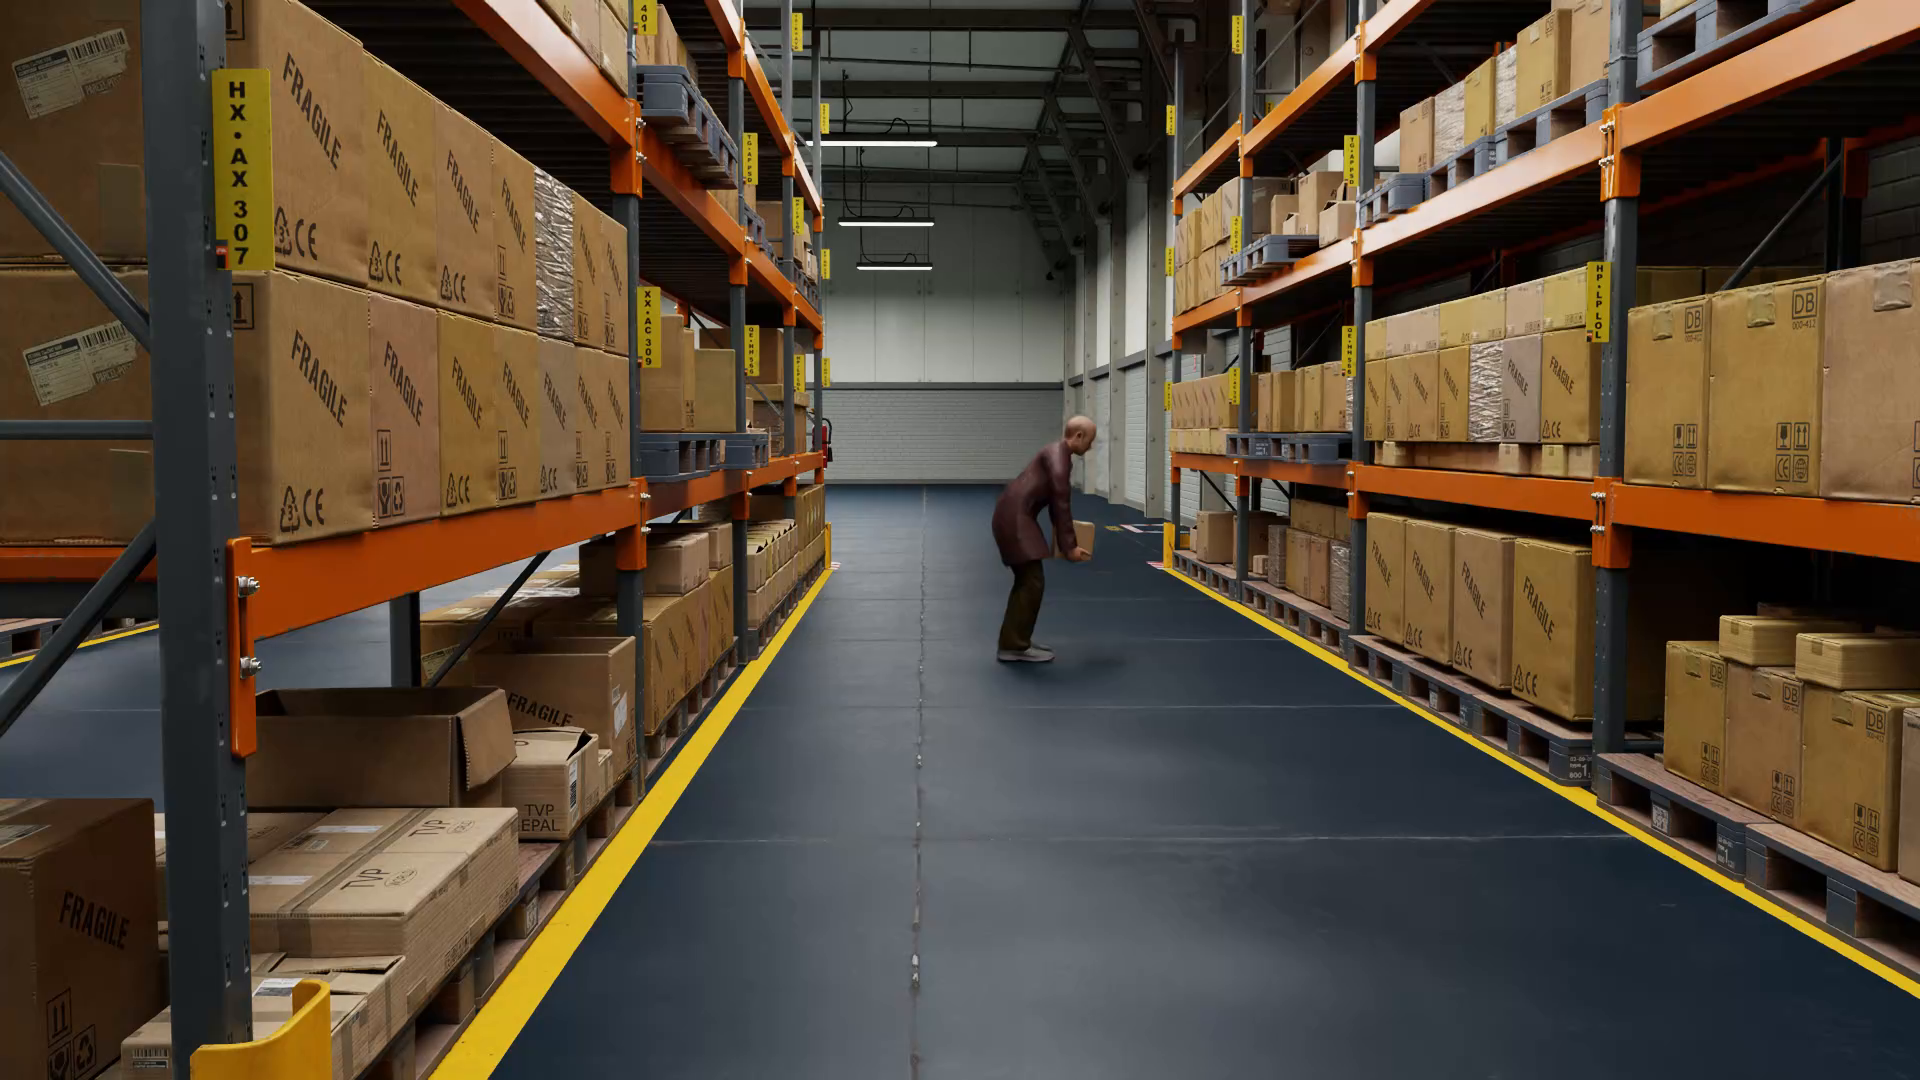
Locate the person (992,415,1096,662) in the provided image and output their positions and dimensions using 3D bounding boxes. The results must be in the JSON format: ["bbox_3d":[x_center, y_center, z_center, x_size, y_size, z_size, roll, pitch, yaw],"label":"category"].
[{"bbox_3d":[0.562,-0.011,11.111,0.697,1.626,0.544,0,4,-3],"label":"person"}]
